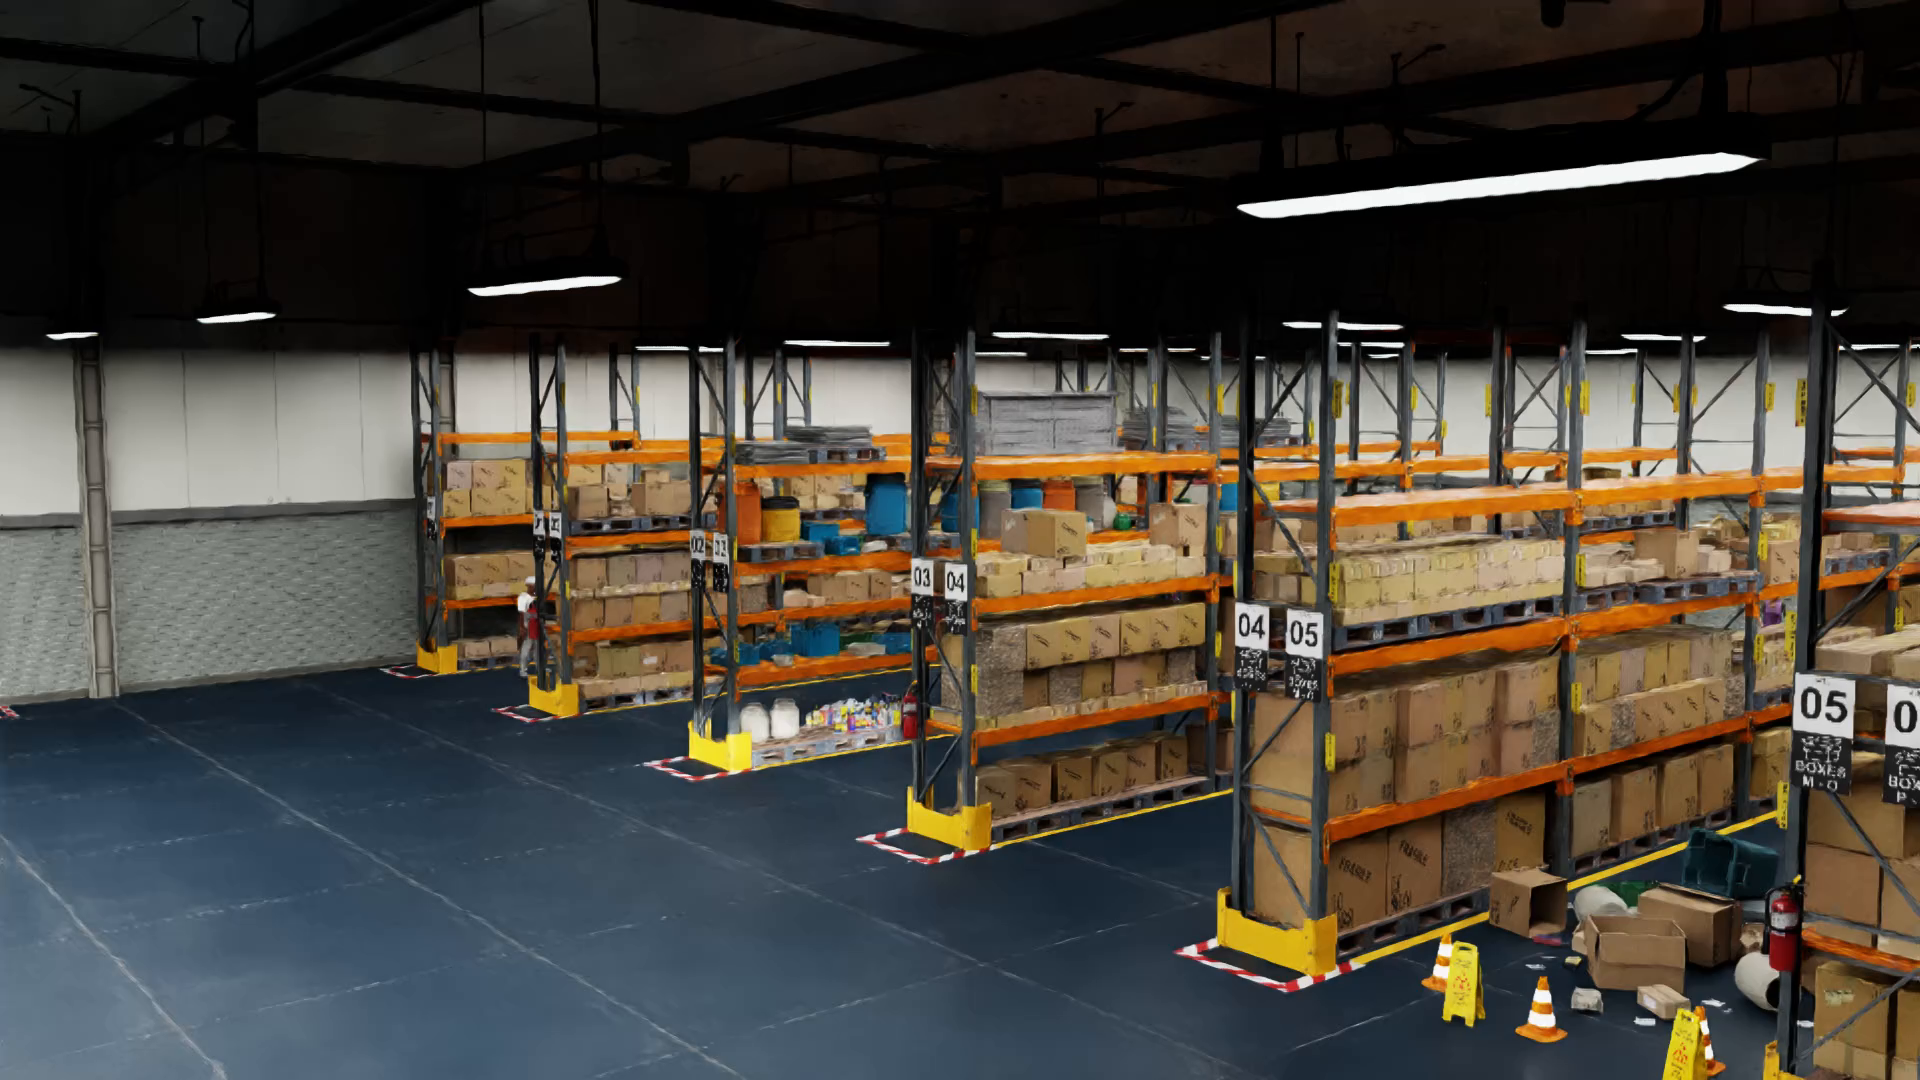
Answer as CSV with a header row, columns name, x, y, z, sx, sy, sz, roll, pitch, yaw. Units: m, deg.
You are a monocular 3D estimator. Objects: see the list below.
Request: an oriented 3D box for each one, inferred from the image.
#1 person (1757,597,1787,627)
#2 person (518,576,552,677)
name,x,y,z,sx,sy,sz,roll,pitch,yaw
person,14.743,1.603,30.144,0.561,1.525,0.788,3,6,33
person,-7.580,1.525,29.620,0.464,1.771,0.645,2,6,23
